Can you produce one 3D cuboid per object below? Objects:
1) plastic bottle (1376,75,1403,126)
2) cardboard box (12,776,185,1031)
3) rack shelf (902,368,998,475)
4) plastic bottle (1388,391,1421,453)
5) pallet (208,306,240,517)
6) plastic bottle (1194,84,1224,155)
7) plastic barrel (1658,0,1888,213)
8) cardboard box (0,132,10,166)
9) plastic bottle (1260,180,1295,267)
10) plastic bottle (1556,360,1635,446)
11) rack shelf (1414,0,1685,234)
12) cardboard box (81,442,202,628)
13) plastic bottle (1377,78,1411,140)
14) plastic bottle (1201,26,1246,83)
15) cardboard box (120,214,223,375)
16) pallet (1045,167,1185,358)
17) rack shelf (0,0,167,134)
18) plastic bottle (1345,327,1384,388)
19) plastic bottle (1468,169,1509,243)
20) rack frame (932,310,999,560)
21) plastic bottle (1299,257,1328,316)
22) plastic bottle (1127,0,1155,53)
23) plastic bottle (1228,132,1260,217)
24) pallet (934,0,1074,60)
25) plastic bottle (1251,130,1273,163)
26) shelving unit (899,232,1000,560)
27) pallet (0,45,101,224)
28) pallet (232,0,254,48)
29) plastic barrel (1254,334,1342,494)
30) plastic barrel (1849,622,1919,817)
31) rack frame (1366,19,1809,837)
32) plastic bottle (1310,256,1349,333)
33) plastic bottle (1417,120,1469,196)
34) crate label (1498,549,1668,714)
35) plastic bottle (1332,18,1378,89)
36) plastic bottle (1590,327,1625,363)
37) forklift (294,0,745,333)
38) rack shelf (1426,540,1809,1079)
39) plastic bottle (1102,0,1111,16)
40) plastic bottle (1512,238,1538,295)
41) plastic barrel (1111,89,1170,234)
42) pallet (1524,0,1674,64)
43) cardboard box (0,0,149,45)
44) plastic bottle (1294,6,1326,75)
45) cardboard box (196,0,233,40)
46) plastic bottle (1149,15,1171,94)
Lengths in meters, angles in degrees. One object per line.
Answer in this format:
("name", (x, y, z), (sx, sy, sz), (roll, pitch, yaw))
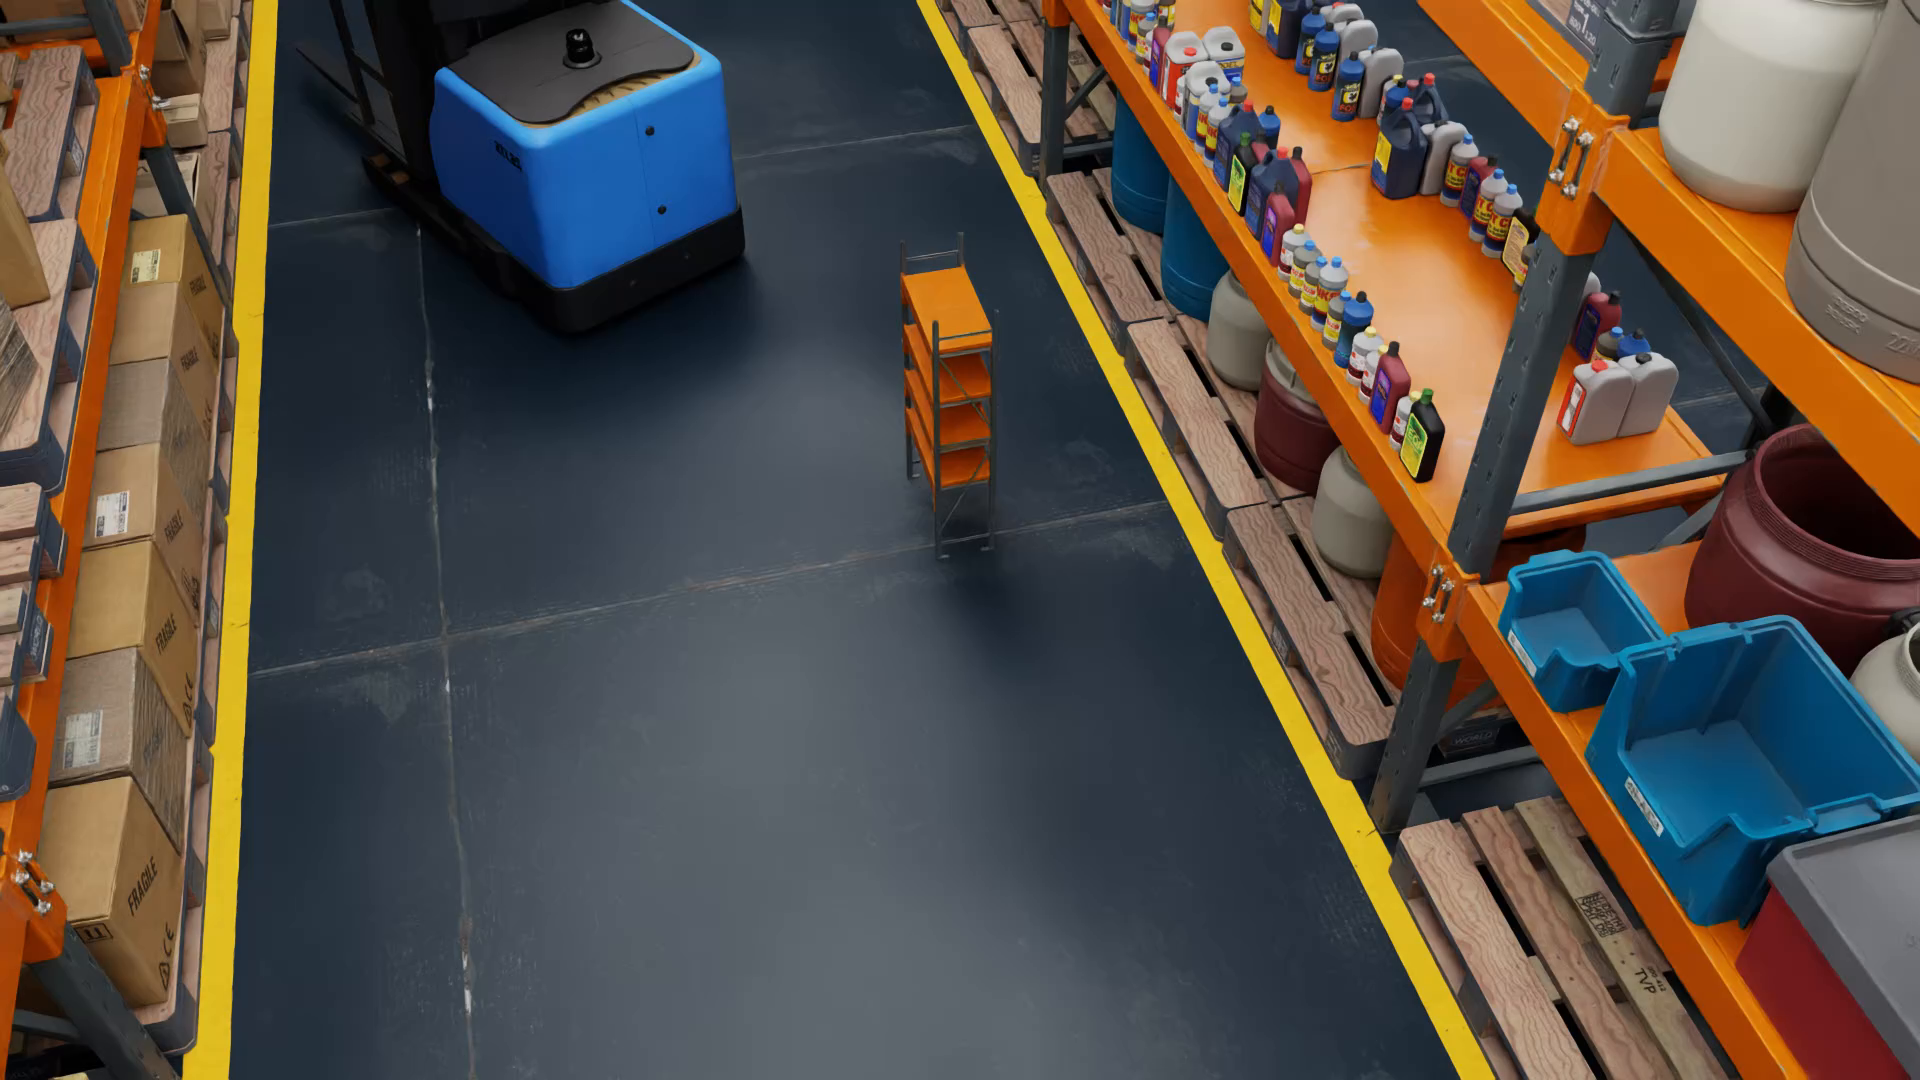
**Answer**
("plastic bottle", (1.686, -1.710, 6.464), (0.097, 0.201, 0.097), (0, 46, 0))
("cardboard box", (-2.706, 1.099, 5.015), (0.500, 0.500, 0.500), (-9, 46, -9))
("rack shelf", (-0.042, -0.487, 6.482), (0.258, 0.148, 0.480), (-11, 47, -10))
("plastic bottle", (1.396, -0.374, 5.155), (0.097, 0.201, 0.097), (0, 46, 0))
("pallet", (-3.645, -0.487, 7.079), (1.003, 0.211, 1.213), (-11, 47, -10))
("plastic bottle", (0.950, -1.602, 6.310), (0.097, 0.271, 0.097), (0, 46, 0))
("plastic barrel", (1.707, -0.977, 3.429), (0.421, 0.512, 0.421), (0, 46, 0))
("cardboard box", (-3.747, -1.368, 5.627), (0.700, 0.500, 0.500), (-4, 46, -4))
("plastic bottle", (1.115, -1.108, 5.818), (0.061, 0.283, 0.133), (-11, 47, -10))
("plastic bottle", (1.978, -0.446, 5.173), (0.152, 0.276, 0.135), (-11, 47, -10))
("rack shelf", (1.412, -2.338, 5.344), (1.077, 0.370, 4.000), (-11, 47, -10))
("cardboard box", (-3.107, 0.032, 6.061), (0.500, 0.500, 0.500), (-12, 47, -12))
("plastic bottle", (1.661, -1.631, 6.338), (0.097, 0.271, 0.097), (0, 46, 0))
("plastic bottle", (1.034, -1.876, 6.576), (0.152, 0.276, 0.135), (-11, 47, -10))
("cardboard box", (-3.486, -1.008, 7.080), (0.500, 0.500, 0.500), (-11, 47, -11))
("pallet", (1.057, -1.404, 7.978), (1.003, 0.211, 1.213), (-11, 47, -10))
("rack shelf", (-4.402, -3.146, 8.237), (1.077, 0.370, 4.000), (-11, 47, -10))
("plastic bottle", (1.312, -0.600, 5.377), (0.097, 0.201, 0.097), (0, 46, 0))
("plastic bottle", (1.886, -1.195, 5.911), (0.097, 0.271, 0.097), (0, 46, 0))
("rack frame", (0.020, -0.366, 6.268), (0.240, 1.200, 0.015), (-11, 47, -10))
("plastic bottle", (1.212, -0.869, 5.641), (0.097, 0.201, 0.097), (0, 46, 0))
("plastic bottle", (0.747, -2.149, 6.845), (0.097, 0.271, 0.097), (0, 46, 0))
("plastic bottle", (1.034, -1.328, 6.033), (0.061, 0.283, 0.133), (-11, 47, -10))
("pallet", (0.358, -3.289, 9.825), (1.003, 0.211, 1.213), (-11, 47, -10))
("plastic bottle", (1.092, -1.339, 6.044), (0.061, 0.283, 0.133), (-11, 47, -10))
("shelving unit", (-0.042, -0.534, 6.433), (0.258, 1.200, 0.503), (-11, 47, -10))
("pallet", (-3.790, -1.379, 6.135), (1.003, 0.211, 1.213), (-11, 47, -10))
("pallet", (-4.689, -3.200, 9.739), (1.003, 0.211, 1.213), (-11, 47, -10))
("plastic barrel", (1.493, -0.576, 6.609), (0.600, 0.588, 0.708), (-11, 47, -10))
("plastic barrel", (2.394, 0.473, 4.108), (0.421, 0.512, 0.421), (0, 46, 0))
("rack frame", (1.924, -0.159, 4.806), (1.000, 3.000, 0.127), (-11, 47, -10))
("plastic bottle", (1.237, -0.826, 5.550), (0.097, 0.271, 0.097), (0, 46, 0))
("plastic bottle", (1.770, -1.431, 6.139), (0.152, 0.276, 0.135), (-11, 47, -10))
("crate label", (1.669, 0.259, 4.513), (0.303, 0.233, 0.416), (-11, 47, -10))
("plastic bottle", (1.570, -1.971, 6.668), (0.152, 0.276, 0.135), (-11, 47, -10))
("plastic bottle", (2.097, -0.600, 5.376), (0.097, 0.201, 0.097), (0, 46, 0))
("forklift", (-2.392, -2.945, 7.583), (1.130, 2.935, 3.031), (-32, 54, -28))
("rack shelf", (2.436, 1.474, 3.709), (1.077, 0.370, 4.000), (-11, 47, -10))
("plastic bottle", (0.663, -2.351, 7.093), (0.097, 0.201, 0.097), (0, 46, 0))
("plastic bottle", (1.970, -0.944, 5.714), (0.097, 0.201, 0.097), (0, 46, 0))
("plastic barrel", (1.023, -1.954, 7.740), (0.600, 0.901, 0.708), (-11, 47, -10))
("pallet", (1.822, -1.689, 4.337), (1.003, 0.211, 1.213), (-11, 47, -10))
("cardboard box", (-3.757, -2.454, 6.985), (0.500, 0.500, 0.500), (-10, 46, -9))
("plastic bottle", (1.420, -2.026, 6.726), (0.097, 0.271, 0.097), (0, 46, 0))
("cardboard box", (-4.322, -2.979, 9.186), (0.500, 0.250, 0.500), (-11, 47, -10))
("plastic bottle", (0.809, -1.935, 6.628), (0.061, 0.283, 0.133), (-11, 47, -10))
